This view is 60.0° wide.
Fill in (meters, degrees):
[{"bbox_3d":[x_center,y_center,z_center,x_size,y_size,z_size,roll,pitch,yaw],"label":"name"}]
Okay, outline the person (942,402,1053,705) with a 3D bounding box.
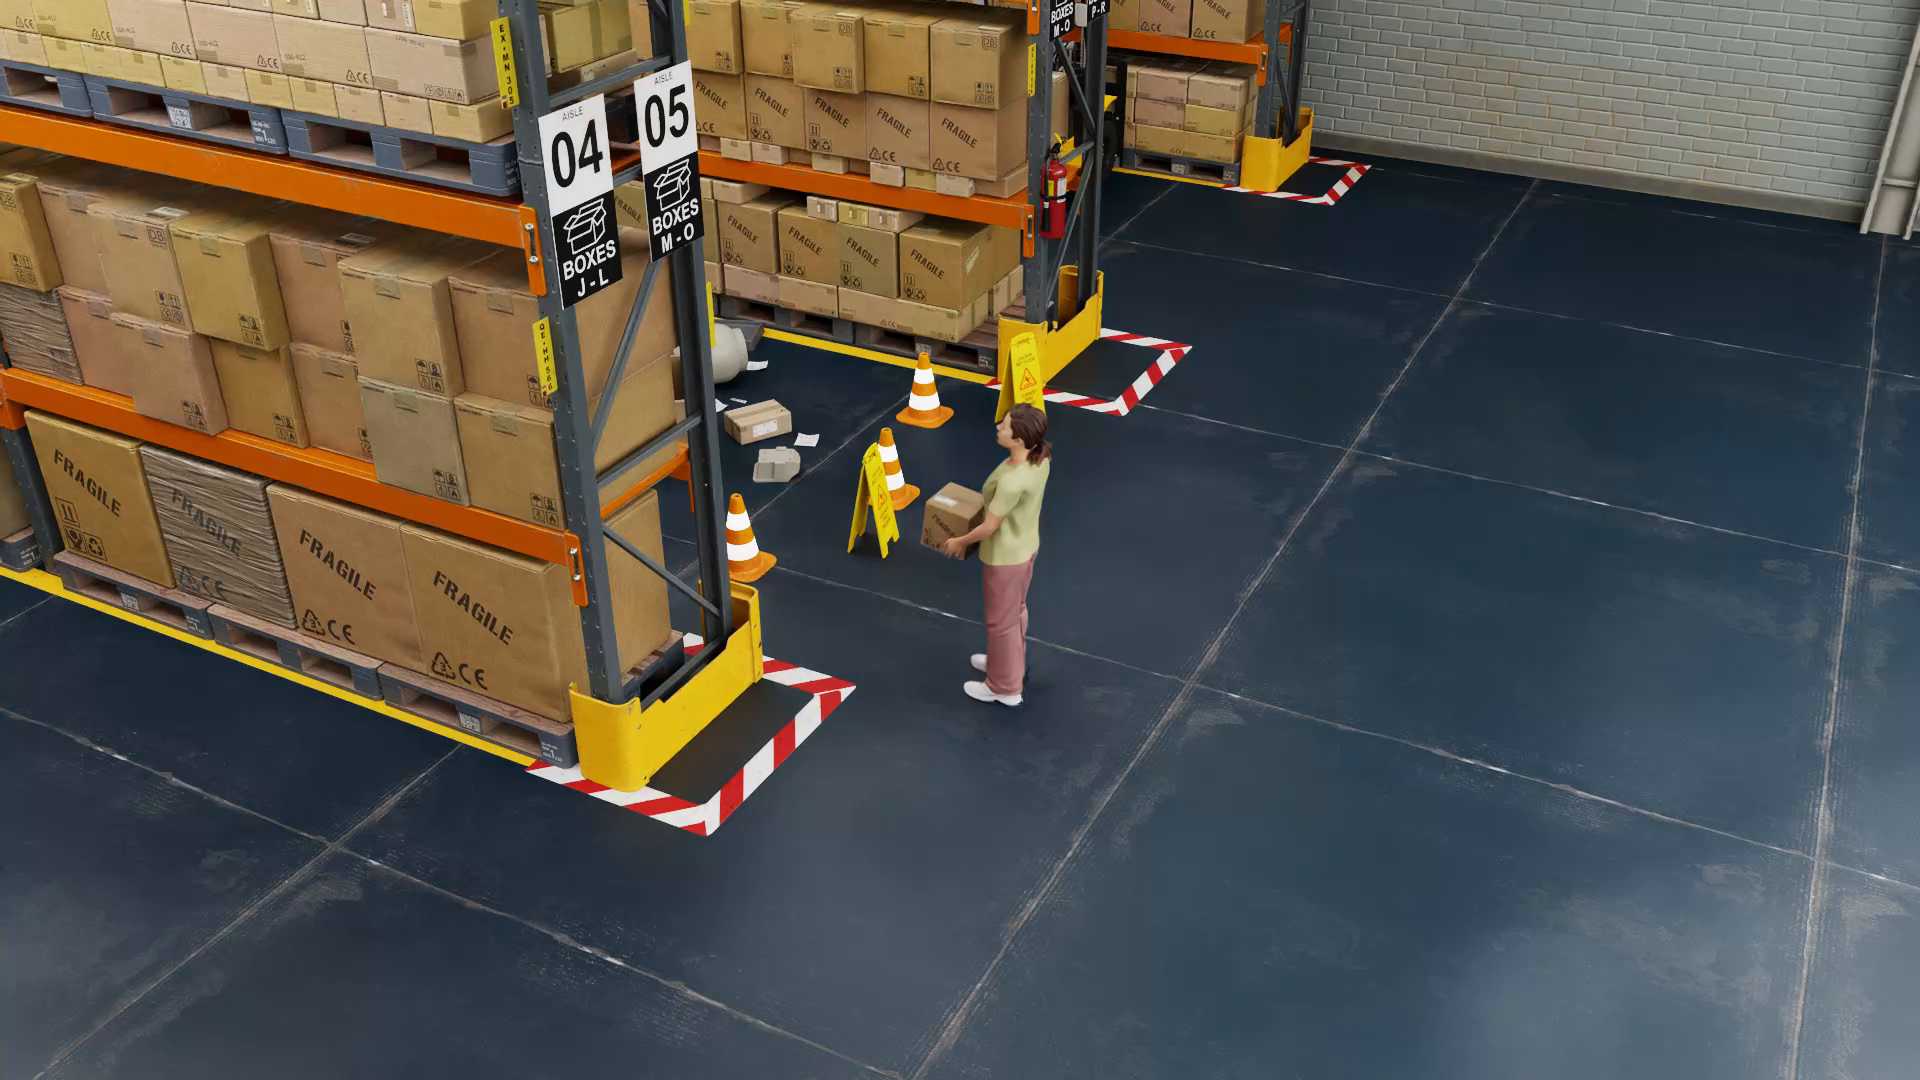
[{"bbox_3d":[0.200,0.063,8.177,0.519,1.676,0.475,11,32,19],"label":"person"}]
